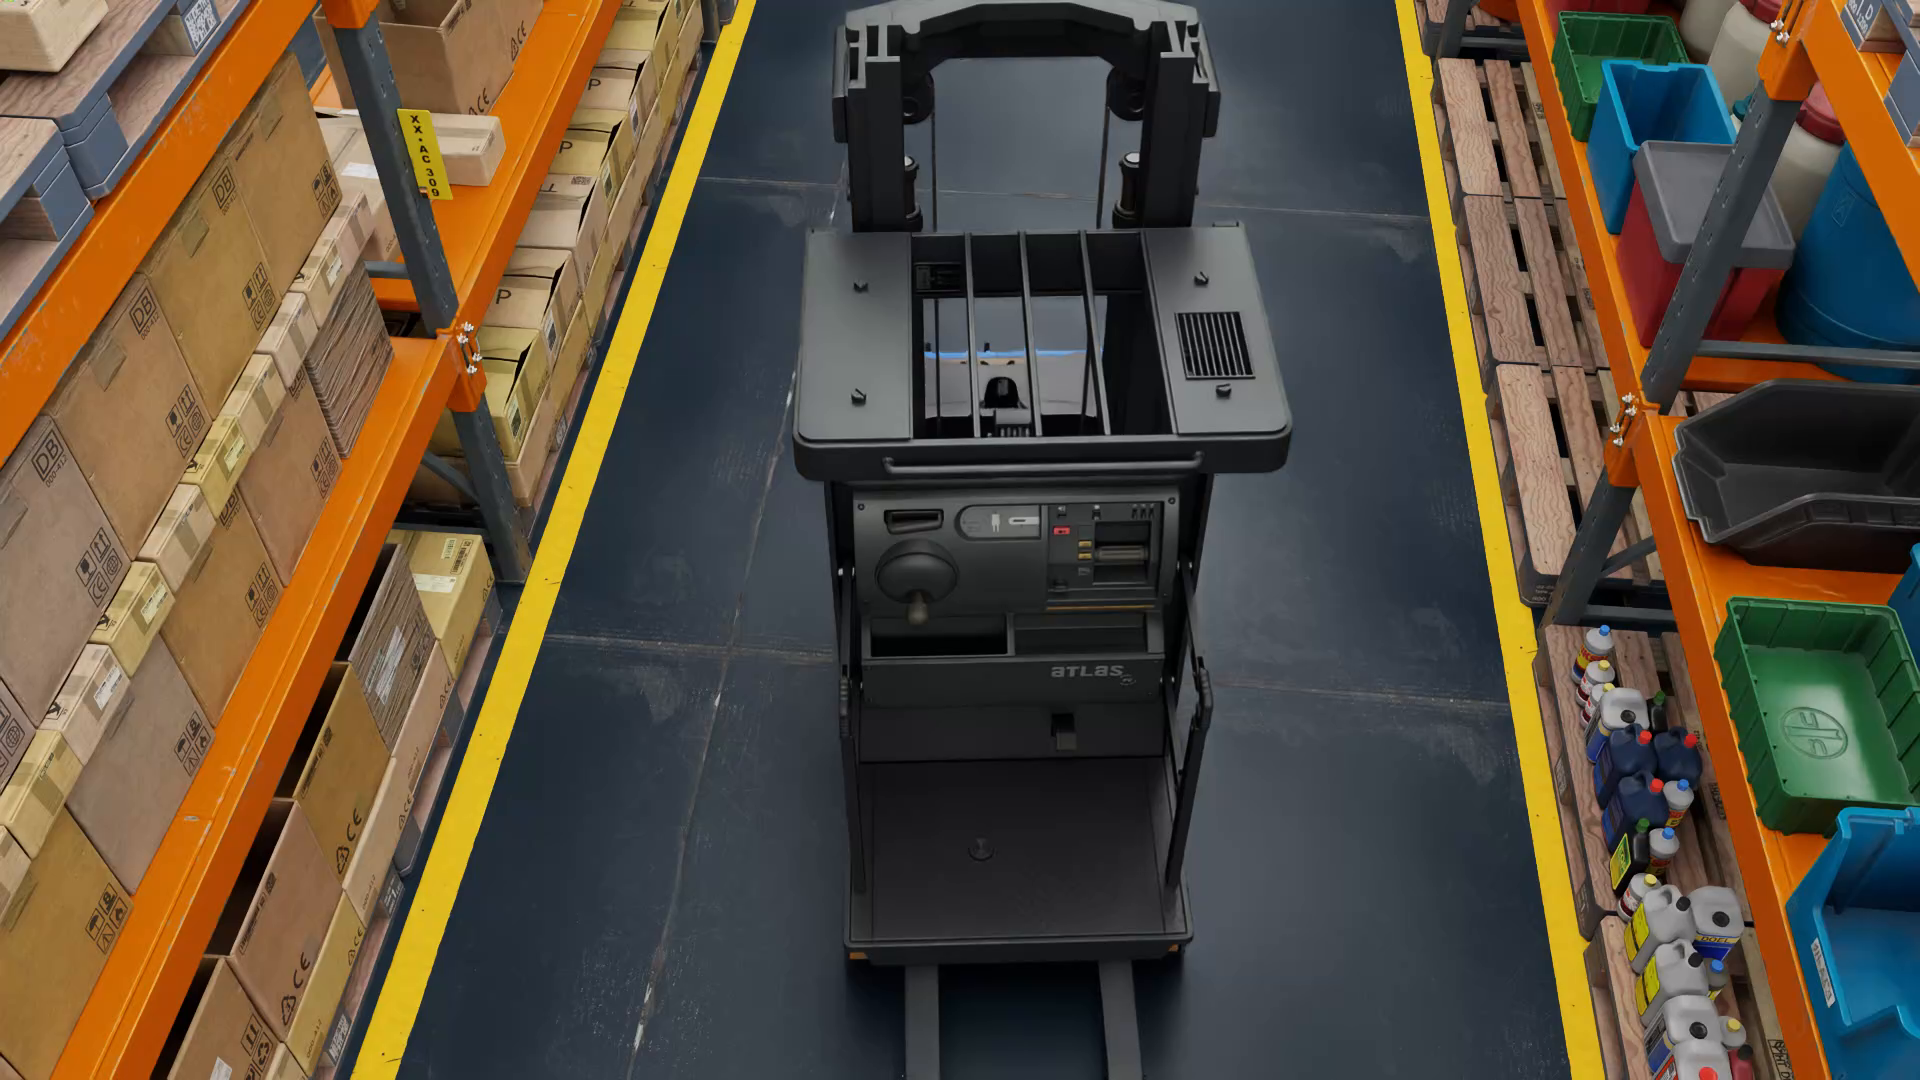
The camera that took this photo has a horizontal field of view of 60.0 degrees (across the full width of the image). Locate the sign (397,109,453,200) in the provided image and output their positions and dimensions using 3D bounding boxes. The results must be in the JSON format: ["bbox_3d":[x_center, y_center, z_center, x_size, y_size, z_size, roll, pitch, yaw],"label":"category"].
[{"bbox_3d":[-1.662,-1.196,5.170,0.100,0.325,0.005,4,48,4],"label":"sign"}]

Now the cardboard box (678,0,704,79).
[{"bbox_3d":[-1.655,-2.663,8.732,0.500,0.250,0.500,5,48,4],"label":"cardboard box"}]

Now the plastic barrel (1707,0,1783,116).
[{"bbox_3d":[3.090,-1.850,6.317,0.433,0.535,0.433,0,48,0],"label":"plastic barrel"}]

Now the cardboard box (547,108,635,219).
[{"bbox_3d":[-1.790,-1.733,7.501,0.500,0.311,0.500,5,48,5],"label":"cardboard box"}]

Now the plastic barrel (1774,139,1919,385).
[{"bbox_3d":[3.054,-1.010,5.301,0.600,0.901,0.708,4,48,4],"label":"plastic barrel"}]

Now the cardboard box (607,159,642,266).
[{"bbox_3d":[-1.792,-1.536,7.701,0.500,0.250,0.500,5,48,4],"label":"cardboard box"}]

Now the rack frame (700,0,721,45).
[{"bbox_3d":[-1.850,-3.852,8.241,1.000,3.000,0.127,4,48,4],"label":"rack frame"}]

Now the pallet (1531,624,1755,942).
[{"bbox_3d":[2.615,0.855,5.825,1.003,0.211,1.213,4,48,4],"label":"pallet"}]

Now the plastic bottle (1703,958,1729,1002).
[{"bbox_3d":[2.282,1.348,5.083,0.097,0.201,0.097,0,48,0],"label":"plastic bottle"}]

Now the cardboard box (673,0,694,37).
[{"bbox_3d":[-1.653,-2.854,8.526,0.500,0.311,0.500,5,48,5],"label":"cardboard box"}]

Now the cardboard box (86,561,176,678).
[{"bbox_3d":[-2.165,0.177,4.048,0.380,0.149,0.250,5,48,5],"label":"cardboard box"}]

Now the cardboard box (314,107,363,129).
[{"bbox_3d":[-2.318,-1.526,6.204,0.396,0.266,0.258,3,48,3],"label":"cardboard box"}]

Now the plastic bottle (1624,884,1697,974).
[{"bbox_3d":[2.175,1.185,5.131,0.144,0.351,0.185,4,48,3],"label":"plastic bottle"}]

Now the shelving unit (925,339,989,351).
[{"bbox_3d":[-0.008,-0.366,6.475,0.258,0.900,0.210,-1,48,-1],"label":"shelving unit"}]

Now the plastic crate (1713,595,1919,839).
[{"bbox_3d":[2.313,0.473,4.428,0.450,0.188,0.662,4,48,4],"label":"plastic crate"}]

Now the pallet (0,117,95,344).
[{"bbox_3d":[-2.381,-0.373,3.085,1.003,0.211,1.213,4,48,4],"label":"pallet"}]

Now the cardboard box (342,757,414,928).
[{"bbox_3d":[-2.126,0.964,5.414,0.500,0.250,0.500,4,48,4],"label":"cardboard box"}]

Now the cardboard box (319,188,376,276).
[{"bbox_3d":[-2.026,-0.951,5.080,0.380,0.149,0.250,4,48,3],"label":"cardboard box"}]

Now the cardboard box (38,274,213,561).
[{"bbox_3d":[-2.340,-0.319,4.062,0.700,0.500,0.500,4,48,4],"label":"cardboard box"}]

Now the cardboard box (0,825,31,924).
[{"bbox_3d":[-2.237,0.741,3.532,0.380,0.149,0.250,2,48,2],"label":"cardboard box"}]

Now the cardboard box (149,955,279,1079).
[{"bbox_3d":[-2.233,1.445,4.466,0.500,0.500,0.500,4,48,4],"label":"cardboard box"}]

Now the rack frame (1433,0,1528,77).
[{"bbox_3d":[3.082,-3.516,7.933,1.000,3.000,0.127,4,48,4],"label":"rack frame"}]

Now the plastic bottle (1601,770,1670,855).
[{"bbox_3d":[2.213,0.872,5.416,0.144,0.351,0.185,2,48,2],"label":"plastic bottle"}]

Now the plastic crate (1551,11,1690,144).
[{"bbox_3d":[2.595,-1.804,6.511,0.450,0.188,0.662,4,48,4],"label":"plastic crate"}]

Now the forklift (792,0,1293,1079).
[{"bbox_3d":[0.170,0.143,4.633,1.130,2.935,3.031,-1,48,-1],"label":"forklift"}]

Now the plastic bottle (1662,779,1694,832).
[{"bbox_3d":[2.338,0.875,5.468,0.097,0.271,0.097,0,48,0],"label":"plastic bottle"}]

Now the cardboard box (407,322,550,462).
[{"bbox_3d":[-1.929,-0.603,6.467,0.500,0.311,0.500,4,48,4],"label":"cardboard box"}]

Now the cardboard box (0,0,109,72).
[{"bbox_3d":[-2.053,-1.125,3.504,0.380,0.149,0.250,4,48,4],"label":"cardboard box"}]

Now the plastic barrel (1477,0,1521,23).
[{"bbox_3d":[3.110,-3.286,8.909,0.600,0.830,0.708,4,48,4],"label":"plastic barrel"}]

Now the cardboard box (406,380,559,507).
[{"bbox_3d":[-1.931,-0.406,6.668,0.500,0.250,0.500,3,48,3],"label":"cardboard box"}]

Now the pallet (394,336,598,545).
[{"bbox_3d":[-2.187,-0.516,7.079,1.003,0.211,1.213,4,48,4],"label":"pallet"}]

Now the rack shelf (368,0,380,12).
[{"bbox_3d":[-2.033,-3.152,6.055,1.077,0.370,4.000,4,48,4],"label":"rack shelf"}]

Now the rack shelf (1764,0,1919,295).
[{"bbox_3d":[2.535,0.123,3.059,1.077,0.370,4.000,4,48,4],"label":"rack shelf"}]

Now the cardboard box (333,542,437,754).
[{"bbox_3d":[-2.097,0.342,5.475,0.500,0.500,0.500,4,48,4],"label":"cardboard box"}]

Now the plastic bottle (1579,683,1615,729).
[{"bbox_3d":[2.233,0.573,5.791,0.097,0.201,0.097,0,48,0],"label":"plastic bottle"}]

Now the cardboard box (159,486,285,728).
[{"bbox_3d":[-2.340,0.136,4.525,0.700,0.500,0.500,5,48,4],"label":"cardboard box"}]

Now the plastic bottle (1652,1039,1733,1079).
[{"bbox_3d":[2.134,1.571,4.828,0.152,0.276,0.135,4,48,4],"label":"plastic bottle"}]

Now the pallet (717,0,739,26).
[{"bbox_3d":[-1.745,-3.457,9.769,1.003,0.211,1.213,4,48,4],"label":"pallet"}]

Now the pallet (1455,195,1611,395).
[{"bbox_3d":[2.859,-1.115,7.626,1.003,0.211,1.213,4,48,4],"label":"pallet"}]

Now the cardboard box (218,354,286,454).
[{"bbox_3d":[-2.095,-0.384,4.561,0.380,0.149,0.250,4,48,3],"label":"cardboard box"}]
